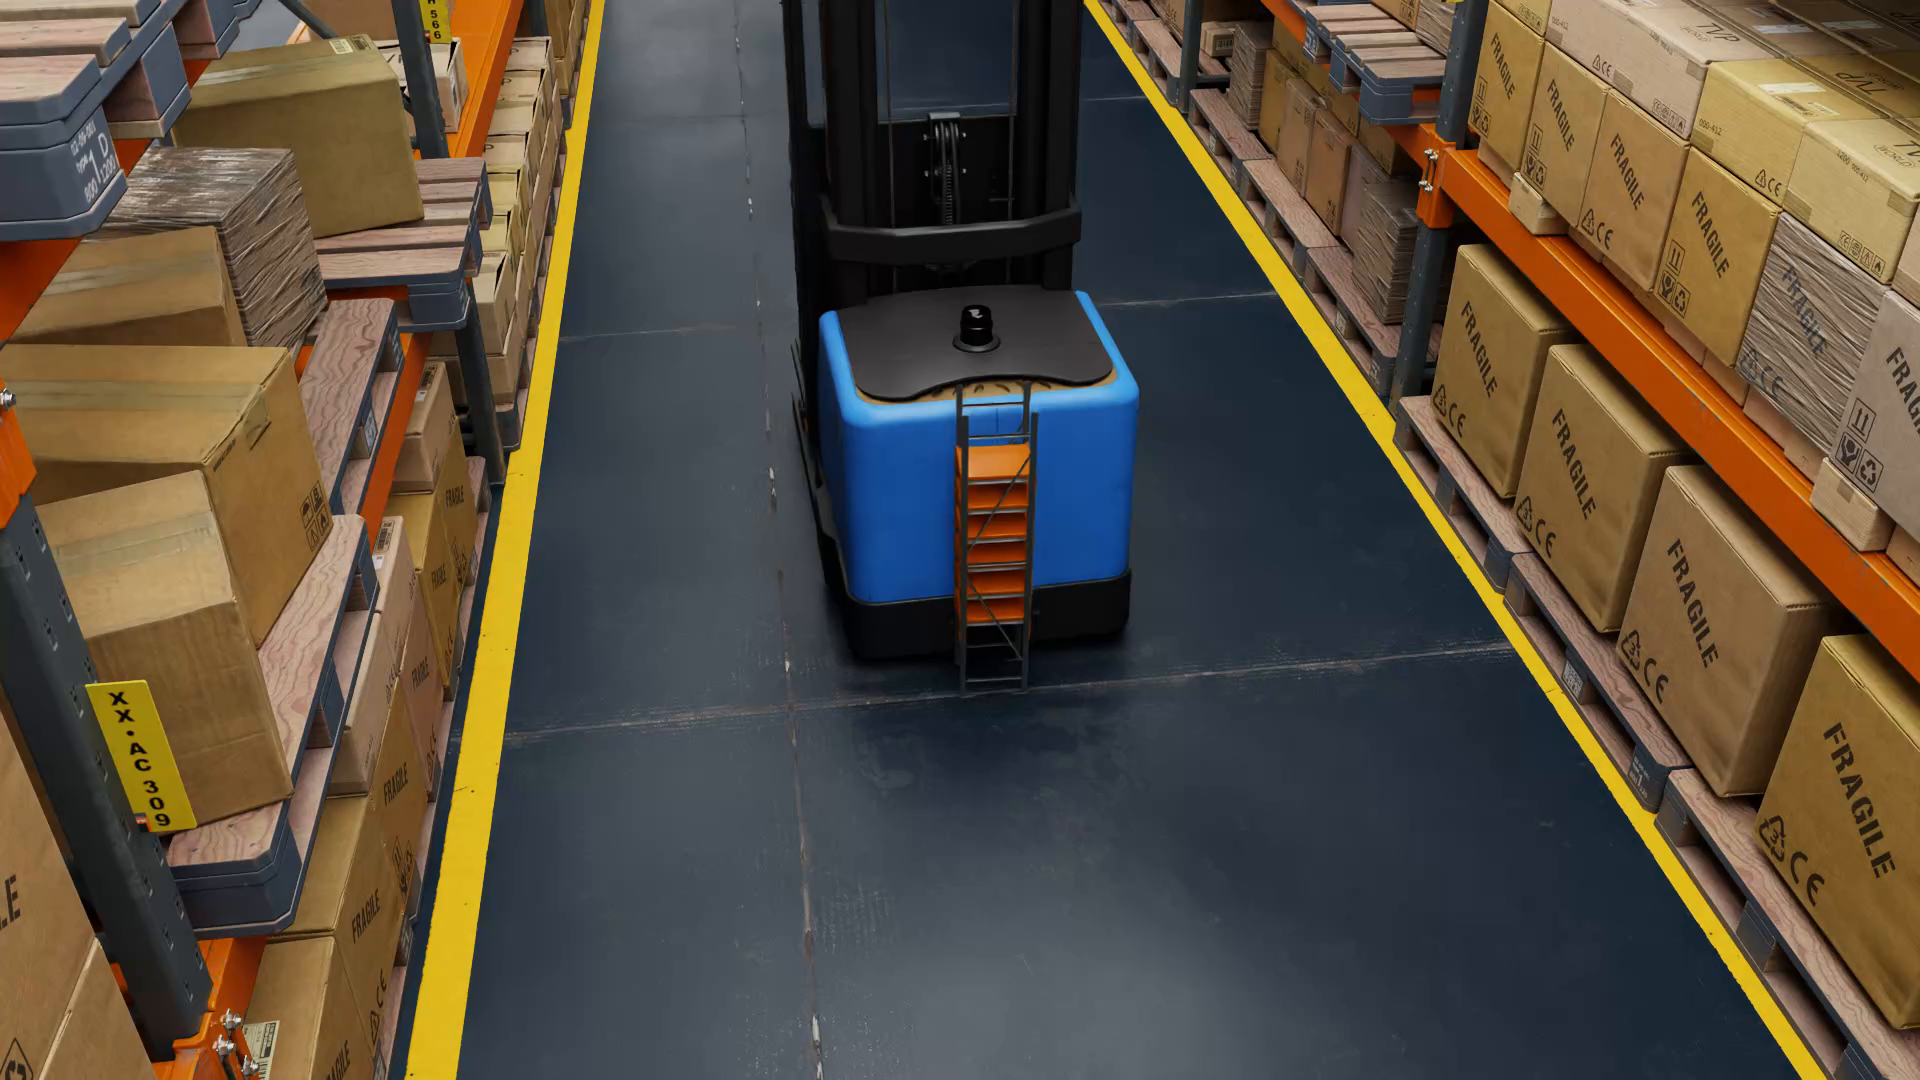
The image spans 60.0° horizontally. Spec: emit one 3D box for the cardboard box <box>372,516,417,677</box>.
[{"bbox_3d":[-1.932,0.184,4.979,0.500,0.250,0.500,-5,35,-7],"label":"cardboard box"}]

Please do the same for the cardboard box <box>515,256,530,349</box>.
[{"bbox_3d":[-2.292,-1.095,7.762,0.500,0.250,0.500,-5,35,-8],"label":"cardboard box"}]

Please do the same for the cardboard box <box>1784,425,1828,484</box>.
[{"bbox_3d":[2.568,-0.251,4.660,0.380,0.149,0.250,-4,35,-6],"label":"cardboard box"}]

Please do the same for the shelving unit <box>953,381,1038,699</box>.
[{"bbox_3d":[0.113,0.026,5.637,0.258,1.200,0.189,-3,38,-5],"label":"shelving unit"}]

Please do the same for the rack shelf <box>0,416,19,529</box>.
[{"bbox_3d":[-1.637,0.943,0.678,1.077,0.370,4.000,-4,35,-6],"label":"rack shelf"}]

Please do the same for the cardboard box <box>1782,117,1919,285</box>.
[{"bbox_3d":[2.558,-0.902,4.374,0.500,0.250,0.500,-4,34,-5],"label":"cardboard box"}]

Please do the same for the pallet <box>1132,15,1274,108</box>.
[{"bbox_3d":[1.801,-3.292,11.393,1.003,0.211,1.213,-4,35,-6],"label":"pallet"}]

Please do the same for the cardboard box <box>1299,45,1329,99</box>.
[{"bbox_3d":[2.178,-2.586,9.044,0.500,0.250,0.500,-5,35,-8],"label":"cardboard box"}]

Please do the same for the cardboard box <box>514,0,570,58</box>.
[{"bbox_3d":[-2.734,-3.325,10.368,0.500,0.500,0.500,-4,35,-6],"label":"cardboard box"}]

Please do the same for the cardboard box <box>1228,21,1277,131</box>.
[{"bbox_3d":[2.042,-2.812,10.041,0.700,0.500,0.500,-3,34,-5],"label":"cardboard box"}]

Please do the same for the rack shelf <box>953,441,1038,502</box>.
[{"bbox_3d":[0.115,-0.224,5.445,0.258,0.103,0.180,-3,38,-5],"label":"rack shelf"}]

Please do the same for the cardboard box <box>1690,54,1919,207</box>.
[{"bbox_3d":[2.489,-1.187,4.791,0.500,0.250,0.500,-5,35,-7],"label":"cardboard box"}]

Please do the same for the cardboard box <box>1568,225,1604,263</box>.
[{"bbox_3d":[2.412,-1.116,5.930,0.380,0.149,0.250,-5,35,-7],"label":"cardboard box"}]

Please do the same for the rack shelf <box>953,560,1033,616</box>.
[{"bbox_3d":[0.112,0.157,5.738,0.258,0.103,0.180,-3,38,-5],"label":"rack shelf"}]

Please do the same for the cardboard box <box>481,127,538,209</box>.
[{"bbox_3d":[-2.438,-1.911,8.461,0.500,0.311,0.500,-5,35,-7],"label":"cardboard box"}]

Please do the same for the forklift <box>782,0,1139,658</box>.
[{"bbox_3d":[-0.141,-1.606,6.504,1.130,2.935,3.031,-6,35,-8],"label":"forklift"}]

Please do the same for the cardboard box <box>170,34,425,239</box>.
[{"bbox_3d":[-2.248,-1.335,5.583,0.700,0.500,0.500,-16,37,-22],"label":"cardboard box"}]

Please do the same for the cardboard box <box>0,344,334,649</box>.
[{"bbox_3d":[-1.903,-0.106,3.780,0.700,0.500,0.500,1,34,1],"label":"cardboard box"}]

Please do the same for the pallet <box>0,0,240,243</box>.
[{"bbox_3d":[-1.924,-0.762,2.708,1.213,0.211,1.003,-4,35,-6],"label":"pallet"}]

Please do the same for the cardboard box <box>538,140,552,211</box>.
[{"bbox_3d":[-2.503,-1.955,9.024,0.500,0.250,0.500,-4,34,-5],"label":"cardboard box"}]

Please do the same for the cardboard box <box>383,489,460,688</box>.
[{"bbox_3d":[-2.016,0.181,5.650,0.500,0.500,0.500,-6,35,-8],"label":"cardboard box"}]

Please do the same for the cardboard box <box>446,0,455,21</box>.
[{"bbox_3d":[-2.757,-2.733,8.008,0.500,0.500,0.500,-4,35,-6],"label":"cardboard box"}]

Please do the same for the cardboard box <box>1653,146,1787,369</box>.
[{"bbox_3d":[2.481,-0.862,4.981,0.500,0.500,0.500,-3,34,-5],"label":"cardboard box"}]

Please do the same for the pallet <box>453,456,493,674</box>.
[{"bbox_3d":[-2.381,0.109,6.403,1.003,0.211,1.213,-4,35,-6],"label":"pallet"}]

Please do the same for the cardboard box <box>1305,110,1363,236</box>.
[{"bbox_3d":[2.267,-1.958,8.789,0.700,0.500,0.500,-5,35,-7],"label":"cardboard box"}]

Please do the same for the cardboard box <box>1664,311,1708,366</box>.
[{"bbox_3d":[2.496,-0.688,5.302,0.380,0.149,0.250,-4,34,-6],"label":"cardboard box"}]

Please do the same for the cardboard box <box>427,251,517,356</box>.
[{"bbox_3d":[-2.223,-1.046,7.193,0.500,0.311,0.500,-3,34,-5],"label":"cardboard box"}]

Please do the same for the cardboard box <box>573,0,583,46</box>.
[{"bbox_3d":[-2.868,-3.573,11.398,0.500,0.250,0.500,-4,35,-6],"label":"cardboard box"}]

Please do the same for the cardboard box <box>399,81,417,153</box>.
[{"bbox_3d":[-2.450,-1.632,6.561,0.500,0.311,0.500,-2,34,-3],"label":"cardboard box"}]

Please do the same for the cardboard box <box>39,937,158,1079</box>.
[{"bbox_3d":[-1.584,0.987,2.549,0.500,0.500,0.500,-4,34,-6],"label":"cardboard box"}]

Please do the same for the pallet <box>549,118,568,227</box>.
[{"bbox_3d":[-2.844,-2.135,9.695,1.003,0.211,1.213,-4,35,-6],"label":"pallet"}]

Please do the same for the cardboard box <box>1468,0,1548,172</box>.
[{"bbox_3d":[2.276,-1.722,6.243,0.500,0.500,0.500,-3,34,-5],"label":"cardboard box"}]

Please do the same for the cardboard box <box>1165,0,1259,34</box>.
[{"bbox_3d":[1.747,-3.797,11.487,0.500,0.500,0.500,-7,35,-10],"label":"cardboard box"}]

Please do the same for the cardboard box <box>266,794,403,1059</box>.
[{"bbox_3d":[-1.812,1.035,4.396,0.500,0.500,0.500,-4,34,-6],"label":"cardboard box"}]

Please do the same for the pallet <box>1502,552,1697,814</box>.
[{"bbox_3d":[2.656,0.437,5.921,1.003,0.211,1.213,-4,35,-6],"label":"pallet"}]

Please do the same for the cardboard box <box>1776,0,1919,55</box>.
[{"bbox_3d":[2.914,-1.513,5.270,0.500,0.250,0.500,-5,35,-8],"label":"cardboard box"}]

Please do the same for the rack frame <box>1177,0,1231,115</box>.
[{"bbox_3d":[1.926,-4.072,10.062,1.000,3.000,0.127,-4,35,-6],"label":"rack frame"}]

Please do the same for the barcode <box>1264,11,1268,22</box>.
[{"bbox_3d":[2.109,-3.602,11.450,0.001,0.075,0.075,-4,35,-6],"label":"barcode"}]

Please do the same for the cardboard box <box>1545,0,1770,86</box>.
[{"bbox_3d":[2.343,-1.750,5.617,0.500,0.250,0.500,-5,35,-7],"label":"cardboard box"}]

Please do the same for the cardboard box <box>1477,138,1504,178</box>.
[{"bbox_3d":[2.279,-1.543,6.556,0.380,0.149,0.250,-5,35,-7],"label":"cardboard box"}]

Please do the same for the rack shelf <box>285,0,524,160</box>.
[{"bbox_3d":[-2.713,-2.282,8.073,1.077,0.370,4.000,-4,35,-6],"label":"rack shelf"}]

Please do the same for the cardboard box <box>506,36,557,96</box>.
[{"bbox_3d":[-2.643,-2.760,9.707,0.500,0.311,0.500,-4,35,-6],"label":"cardboard box"}]

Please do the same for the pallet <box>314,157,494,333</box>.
[{"bbox_3d":[-2.283,-1.011,5.740,1.213,0.211,1.003,-4,35,-6],"label":"pallet"}]

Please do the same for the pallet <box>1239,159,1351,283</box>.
[{"bbox_3d":[2.200,-1.803,9.209,1.003,0.211,1.213,-4,35,-6],"label":"pallet"}]

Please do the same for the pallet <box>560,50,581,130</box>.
[{"bbox_3d":[-3.047,-2.990,10.950,1.003,0.211,1.213,-4,35,-6],"label":"pallet"}]

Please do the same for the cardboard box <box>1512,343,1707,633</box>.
[{"bbox_3d":[2.545,-0.216,5.939,0.750,0.750,0.750,-5,35,-7],"label":"cardboard box"}]

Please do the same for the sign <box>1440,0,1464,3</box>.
[{"bbox_3d":[1.928,-2.240,6.415,0.100,0.325,0.005,-4,35,-6],"label":"sign"}]
